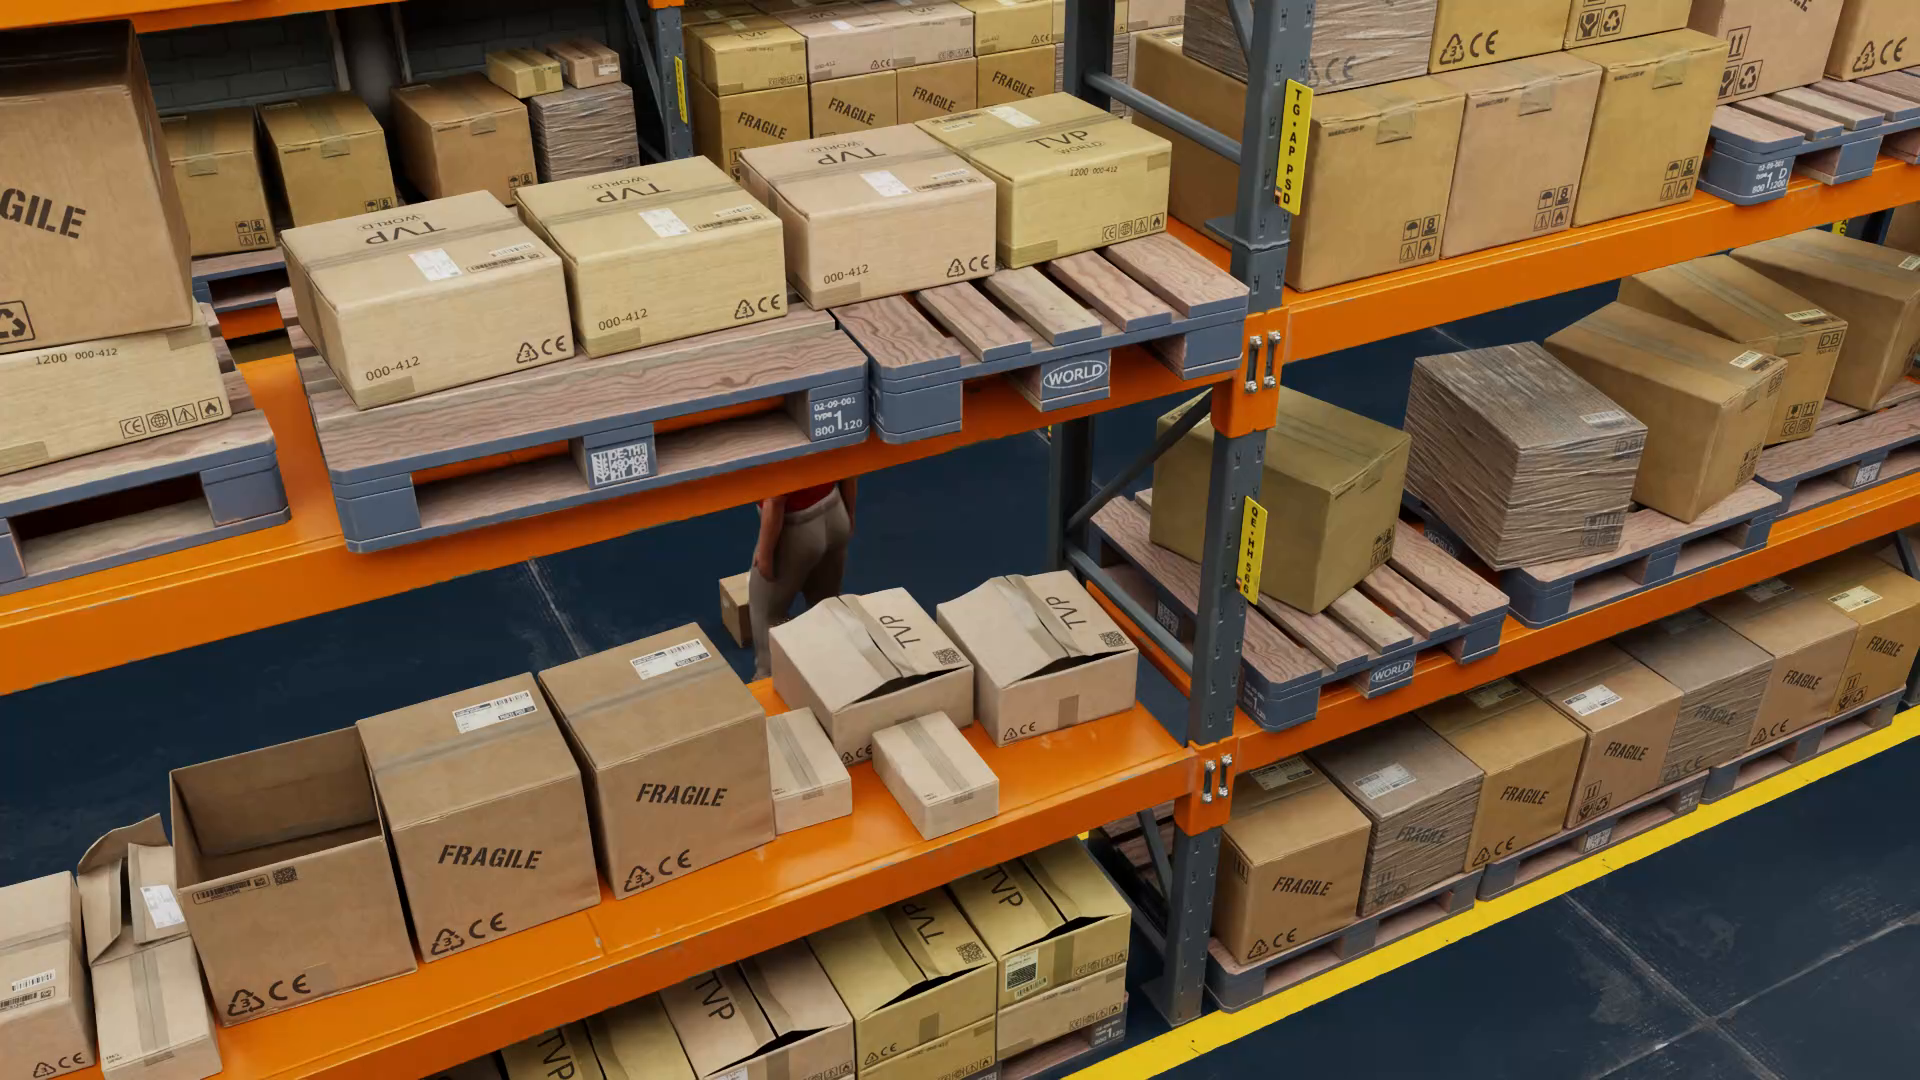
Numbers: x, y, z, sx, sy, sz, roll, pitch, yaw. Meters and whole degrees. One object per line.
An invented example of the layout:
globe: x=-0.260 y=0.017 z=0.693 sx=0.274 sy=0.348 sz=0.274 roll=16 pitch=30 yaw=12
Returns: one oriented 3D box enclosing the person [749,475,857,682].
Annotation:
person: x=-0.745 y=-0.036 z=7.235 sx=0.466 sy=1.772 sz=0.586 roll=21 pitch=38 yaw=29
